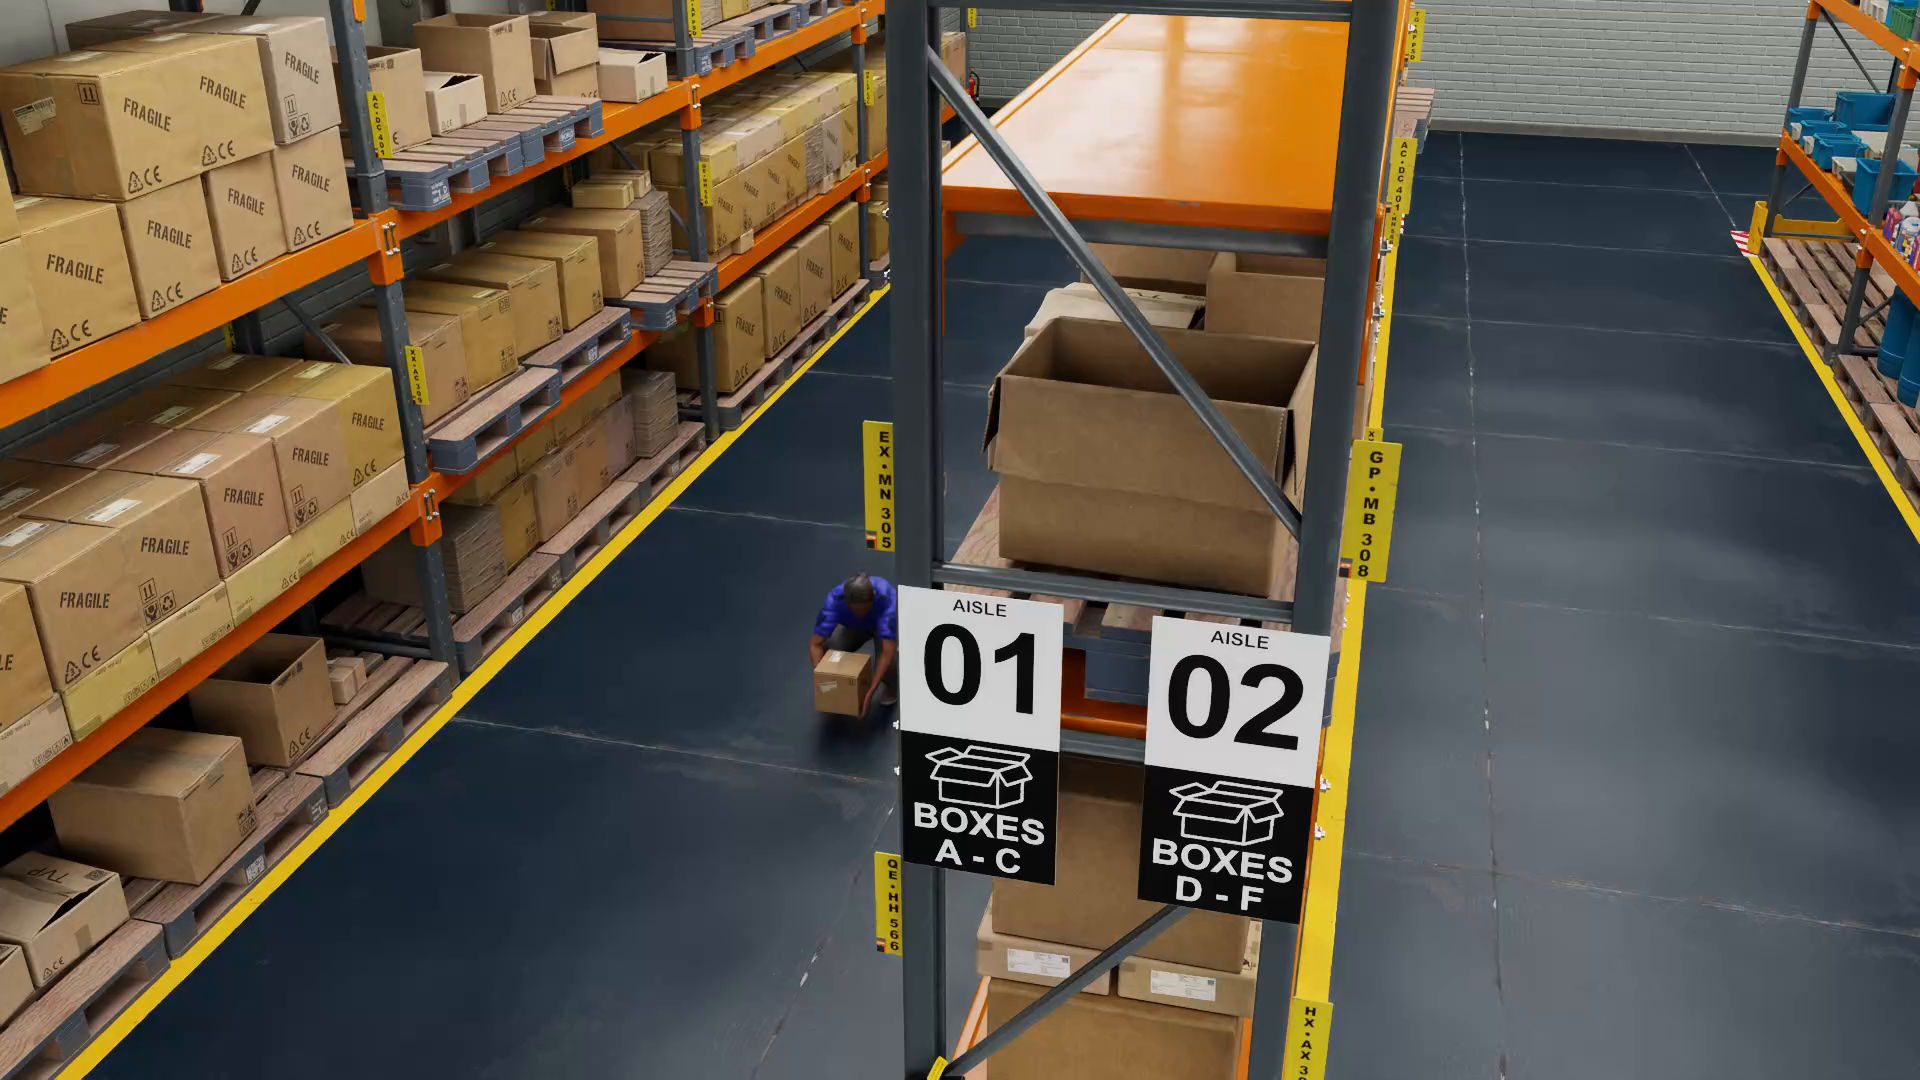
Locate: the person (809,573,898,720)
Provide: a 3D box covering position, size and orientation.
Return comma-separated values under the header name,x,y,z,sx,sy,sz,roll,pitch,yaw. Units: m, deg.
name,x,y,z,sx,sy,sz,roll,pitch,yaw
person,-0.561,0.534,9.370,0.504,0.922,0.812,6,26,13
